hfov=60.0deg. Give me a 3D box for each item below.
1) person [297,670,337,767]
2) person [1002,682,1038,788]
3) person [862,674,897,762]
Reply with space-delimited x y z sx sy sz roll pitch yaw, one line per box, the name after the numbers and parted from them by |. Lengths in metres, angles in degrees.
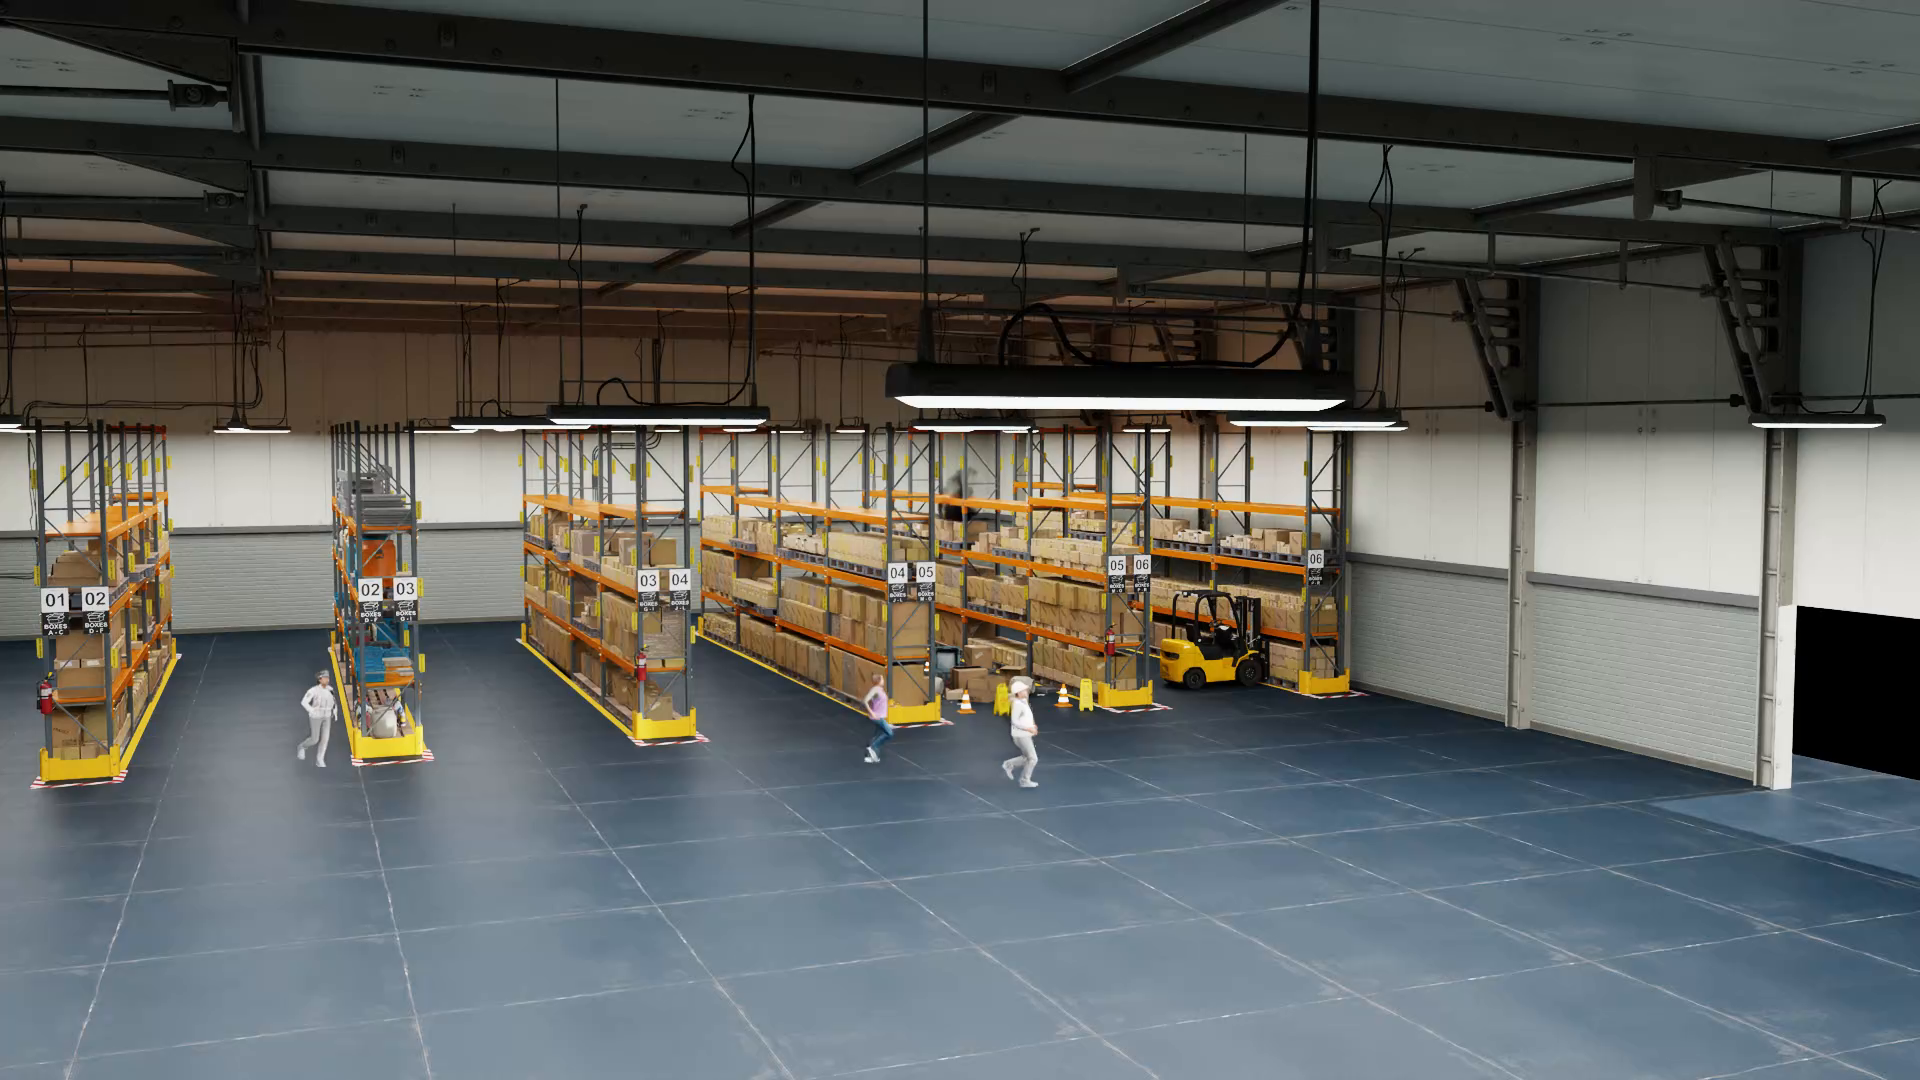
-11.125 3.088 28.993 0.783 1.640 0.674 3 5 39 | person
0.977 3.166 27.095 0.614 1.722 0.659 1 4 8 | person
-1.394 3.113 29.035 0.596 1.562 0.515 1 4 10 | person
